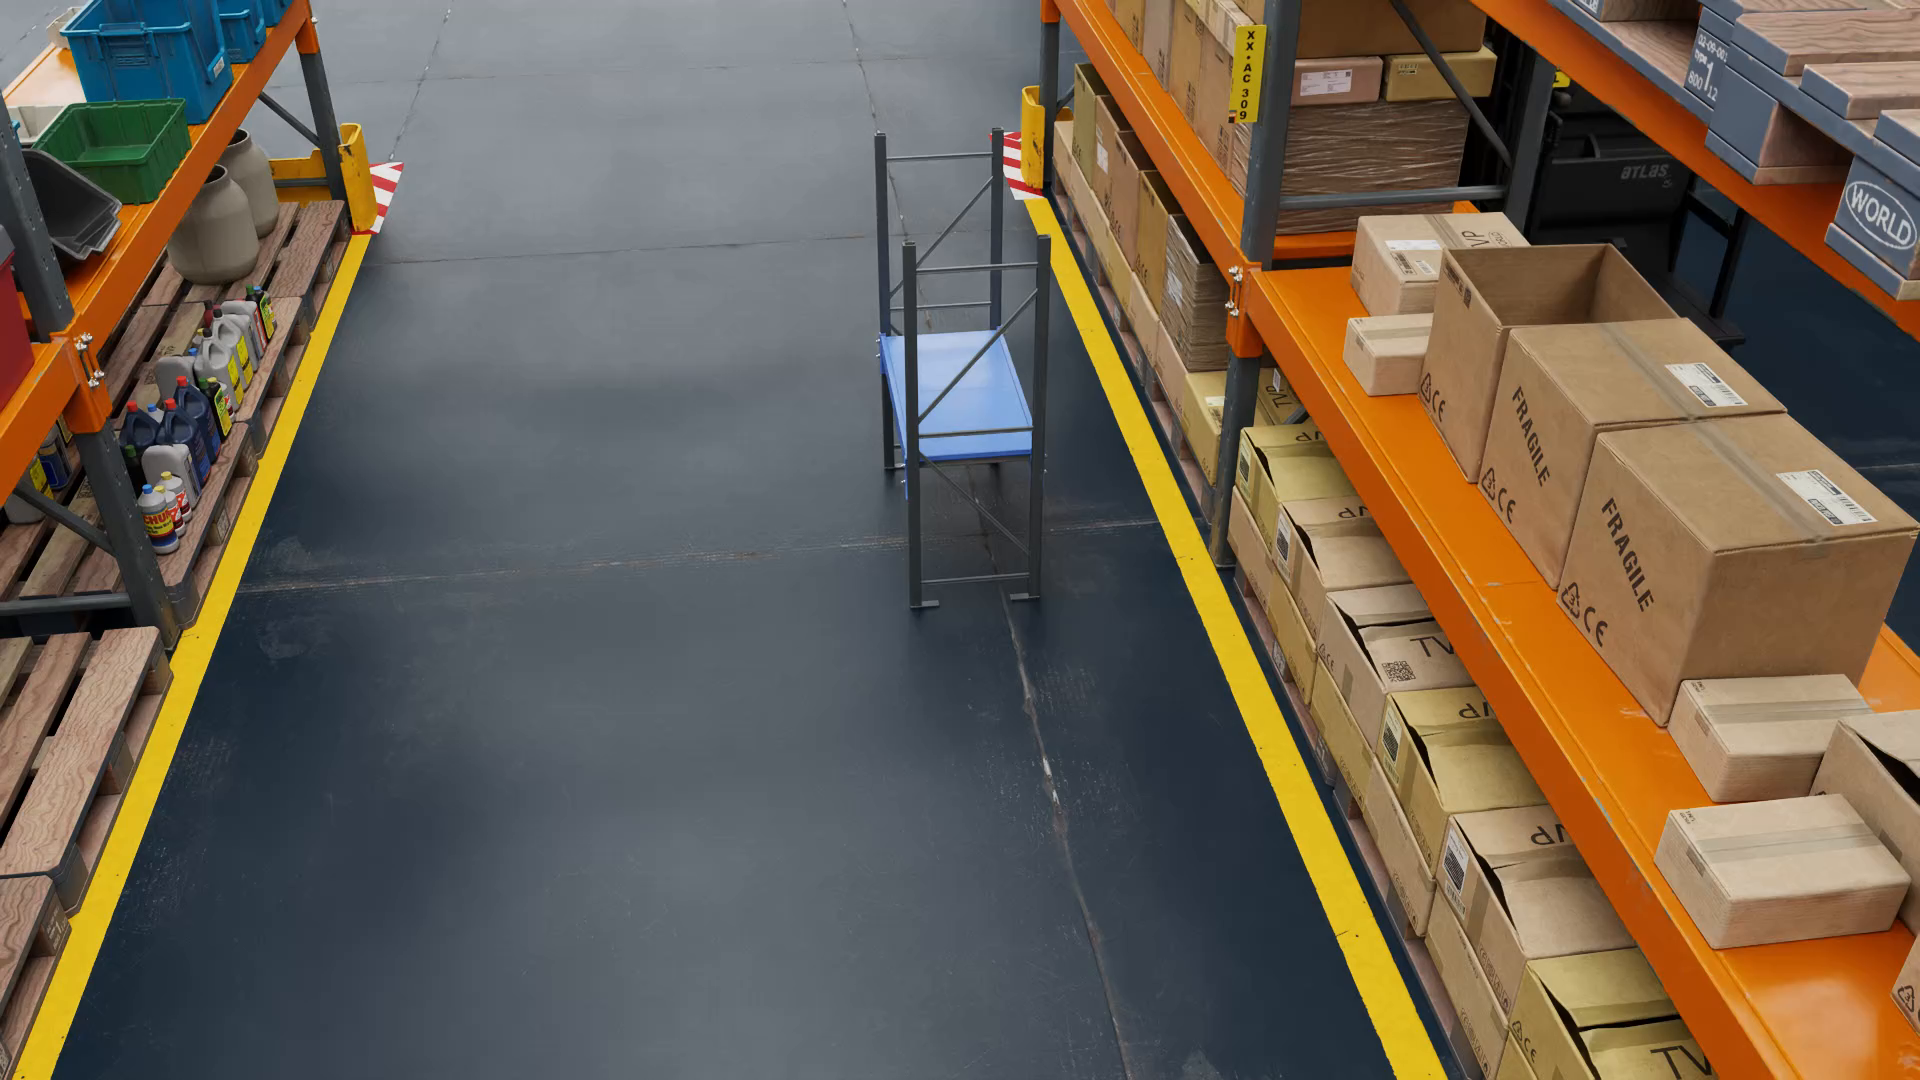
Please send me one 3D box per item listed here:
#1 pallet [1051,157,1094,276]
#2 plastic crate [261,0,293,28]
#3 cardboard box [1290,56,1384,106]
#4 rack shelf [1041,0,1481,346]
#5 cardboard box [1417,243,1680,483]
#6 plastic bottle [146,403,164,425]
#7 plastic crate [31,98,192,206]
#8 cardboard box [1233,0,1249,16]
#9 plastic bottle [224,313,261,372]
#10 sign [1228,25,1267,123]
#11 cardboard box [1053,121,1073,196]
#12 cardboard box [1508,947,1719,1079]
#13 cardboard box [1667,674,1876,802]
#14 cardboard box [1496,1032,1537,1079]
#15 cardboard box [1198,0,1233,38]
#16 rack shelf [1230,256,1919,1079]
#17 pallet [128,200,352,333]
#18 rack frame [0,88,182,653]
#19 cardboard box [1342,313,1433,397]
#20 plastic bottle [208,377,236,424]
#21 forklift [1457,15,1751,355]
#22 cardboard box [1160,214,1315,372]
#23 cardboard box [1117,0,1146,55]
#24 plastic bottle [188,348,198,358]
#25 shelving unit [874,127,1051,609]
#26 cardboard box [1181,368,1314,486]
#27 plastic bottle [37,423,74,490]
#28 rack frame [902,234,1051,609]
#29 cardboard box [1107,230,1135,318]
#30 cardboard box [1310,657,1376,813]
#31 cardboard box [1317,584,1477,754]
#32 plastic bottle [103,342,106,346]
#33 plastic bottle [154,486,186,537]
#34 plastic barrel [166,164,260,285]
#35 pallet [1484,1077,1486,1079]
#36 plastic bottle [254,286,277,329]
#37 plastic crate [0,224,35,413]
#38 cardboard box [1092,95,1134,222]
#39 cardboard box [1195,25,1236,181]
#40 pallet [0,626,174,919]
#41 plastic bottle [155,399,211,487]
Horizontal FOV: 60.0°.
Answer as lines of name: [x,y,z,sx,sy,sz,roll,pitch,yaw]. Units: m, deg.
pallet: [1.107,-1.850,9.277,1.003,0.211,1.213,-4,35,-6]
plastic crate: [-3.583,-2.734,8.231,0.499,0.251,0.616,-4,35,-6]
cardboard box: [1.251,-1.638,5.826,0.380,0.149,0.250,-4,35,-6]
rack shelf: [1.231,-2.012,7.678,1.077,0.370,4.000,-4,35,-6]
cardboard box: [1.658,-0.511,4.747,0.500,0.500,0.500,-2,34,-3]
plastic bottle: [-3.245,-0.428,6.747,0.097,0.271,0.097,0,34,0]
plastic crate: [-3.311,-1.512,6.493,0.450,0.188,0.662,-4,35,-6]
cardboard box: [1.365,-2.300,6.220,0.700,0.500,0.500,-4,35,-6]
plastic bottle: [-3.240,-0.897,7.430,0.152,0.276,0.135,-5,35,-8]
sign: [0.951,-1.541,5.509,0.100,0.325,0.005,-4,35,-6]
cardboard box: [0.814,-2.147,9.305,0.500,0.250,0.500,-4,35,-6]
cardboard box: [1.647,1.207,3.887,0.500,0.311,0.500,-5,35,-7]
cardboard box: [1.811,0.435,3.671,0.380,0.149,0.250,-2,34,-3]
cardboard box: [1.653,1.439,4.044,0.500,0.250,0.500,-5,35,-7]
cardboard box: [1.146,-2.069,6.457,0.380,0.149,0.250,-4,35,-6]
rack shelf: [1.769,0.220,4.402,1.077,0.370,4.000,-4,35,-6]
pallet: [-3.786,-1.408,8.628,1.003,0.211,1.213,-4,35,-6]
rack frame: [-3.409,-0.820,5.290,1.000,3.000,0.127,-4,35,-6]
cardboard box: [1.417,-0.580,5.160,0.380,0.149,0.250,-4,35,-6]
plastic bottle: [-3.146,-0.593,7.050,0.097,0.201,0.097,0,34,0]
forklift: [2.927,-2.043,7.145,1.130,2.935,3.031,-5,35,-7]
cardboard box: [1.166,-1.063,7.049,0.500,0.500,0.500,-4,35,-6]
cardboard box: [1.149,-2.635,7.864,0.700,0.500,0.500,-4,34,-6]
plastic bottle: [-3.327,-0.740,7.267,0.097,0.201,0.097,0,34,0]
shelving unit: [-0.011,-0.667,6.397,0.538,1.500,1.048,-4,35,-6]
cardboard box: [1.221,-0.473,6.849,0.500,0.250,0.500,-4,35,-6]
plastic bottle: [-3.663,-0.347,6.623,0.152,0.276,0.135,-4,35,-6]
rack frame: [0.057,-0.384,5.981,0.500,1.500,0.032,-4,35,-6]
cardboard box: [1.014,-1.310,8.077,0.500,0.250,0.500,-4,35,-6]
cardboard box: [1.449,0.587,5.293,0.500,0.250,0.500,-5,35,-8]
cardboard box: [1.442,0.356,5.135,0.500,0.311,0.500,-5,35,-8]
plastic bottle: [-3.998,-0.985,7.626,0.097,0.201,0.097,0,34,0]
plastic bottle: [-3.031,-0.113,6.347,0.097,0.201,0.097,0,34,0]
plastic barrel: [-3.715,-1.557,8.207,0.421,0.512,0.421,0,34,0]
pallet: [1.966,1.729,4.026,1.003,0.211,1.213,-4,35,-6]
plastic bottle: [-3.265,-1.086,7.775,0.097,0.201,0.097,0,34,0]
plastic crate: [-3.040,-0.600,4.910,0.402,0.464,0.583,-4,35,-6]
cardboard box: [0.963,-1.900,8.277,0.500,0.500,0.500,-4,35,-6]
cardboard box: [1.357,-1.776,6.603,0.700,0.500,0.500,-5,35,-7]
pallet: [-3.265,0.767,5.437,1.003,0.211,1.213,-4,35,-6]
plastic bottle: [-3.106,-0.389,6.619,0.144,0.351,0.185,-3,34,-5]
